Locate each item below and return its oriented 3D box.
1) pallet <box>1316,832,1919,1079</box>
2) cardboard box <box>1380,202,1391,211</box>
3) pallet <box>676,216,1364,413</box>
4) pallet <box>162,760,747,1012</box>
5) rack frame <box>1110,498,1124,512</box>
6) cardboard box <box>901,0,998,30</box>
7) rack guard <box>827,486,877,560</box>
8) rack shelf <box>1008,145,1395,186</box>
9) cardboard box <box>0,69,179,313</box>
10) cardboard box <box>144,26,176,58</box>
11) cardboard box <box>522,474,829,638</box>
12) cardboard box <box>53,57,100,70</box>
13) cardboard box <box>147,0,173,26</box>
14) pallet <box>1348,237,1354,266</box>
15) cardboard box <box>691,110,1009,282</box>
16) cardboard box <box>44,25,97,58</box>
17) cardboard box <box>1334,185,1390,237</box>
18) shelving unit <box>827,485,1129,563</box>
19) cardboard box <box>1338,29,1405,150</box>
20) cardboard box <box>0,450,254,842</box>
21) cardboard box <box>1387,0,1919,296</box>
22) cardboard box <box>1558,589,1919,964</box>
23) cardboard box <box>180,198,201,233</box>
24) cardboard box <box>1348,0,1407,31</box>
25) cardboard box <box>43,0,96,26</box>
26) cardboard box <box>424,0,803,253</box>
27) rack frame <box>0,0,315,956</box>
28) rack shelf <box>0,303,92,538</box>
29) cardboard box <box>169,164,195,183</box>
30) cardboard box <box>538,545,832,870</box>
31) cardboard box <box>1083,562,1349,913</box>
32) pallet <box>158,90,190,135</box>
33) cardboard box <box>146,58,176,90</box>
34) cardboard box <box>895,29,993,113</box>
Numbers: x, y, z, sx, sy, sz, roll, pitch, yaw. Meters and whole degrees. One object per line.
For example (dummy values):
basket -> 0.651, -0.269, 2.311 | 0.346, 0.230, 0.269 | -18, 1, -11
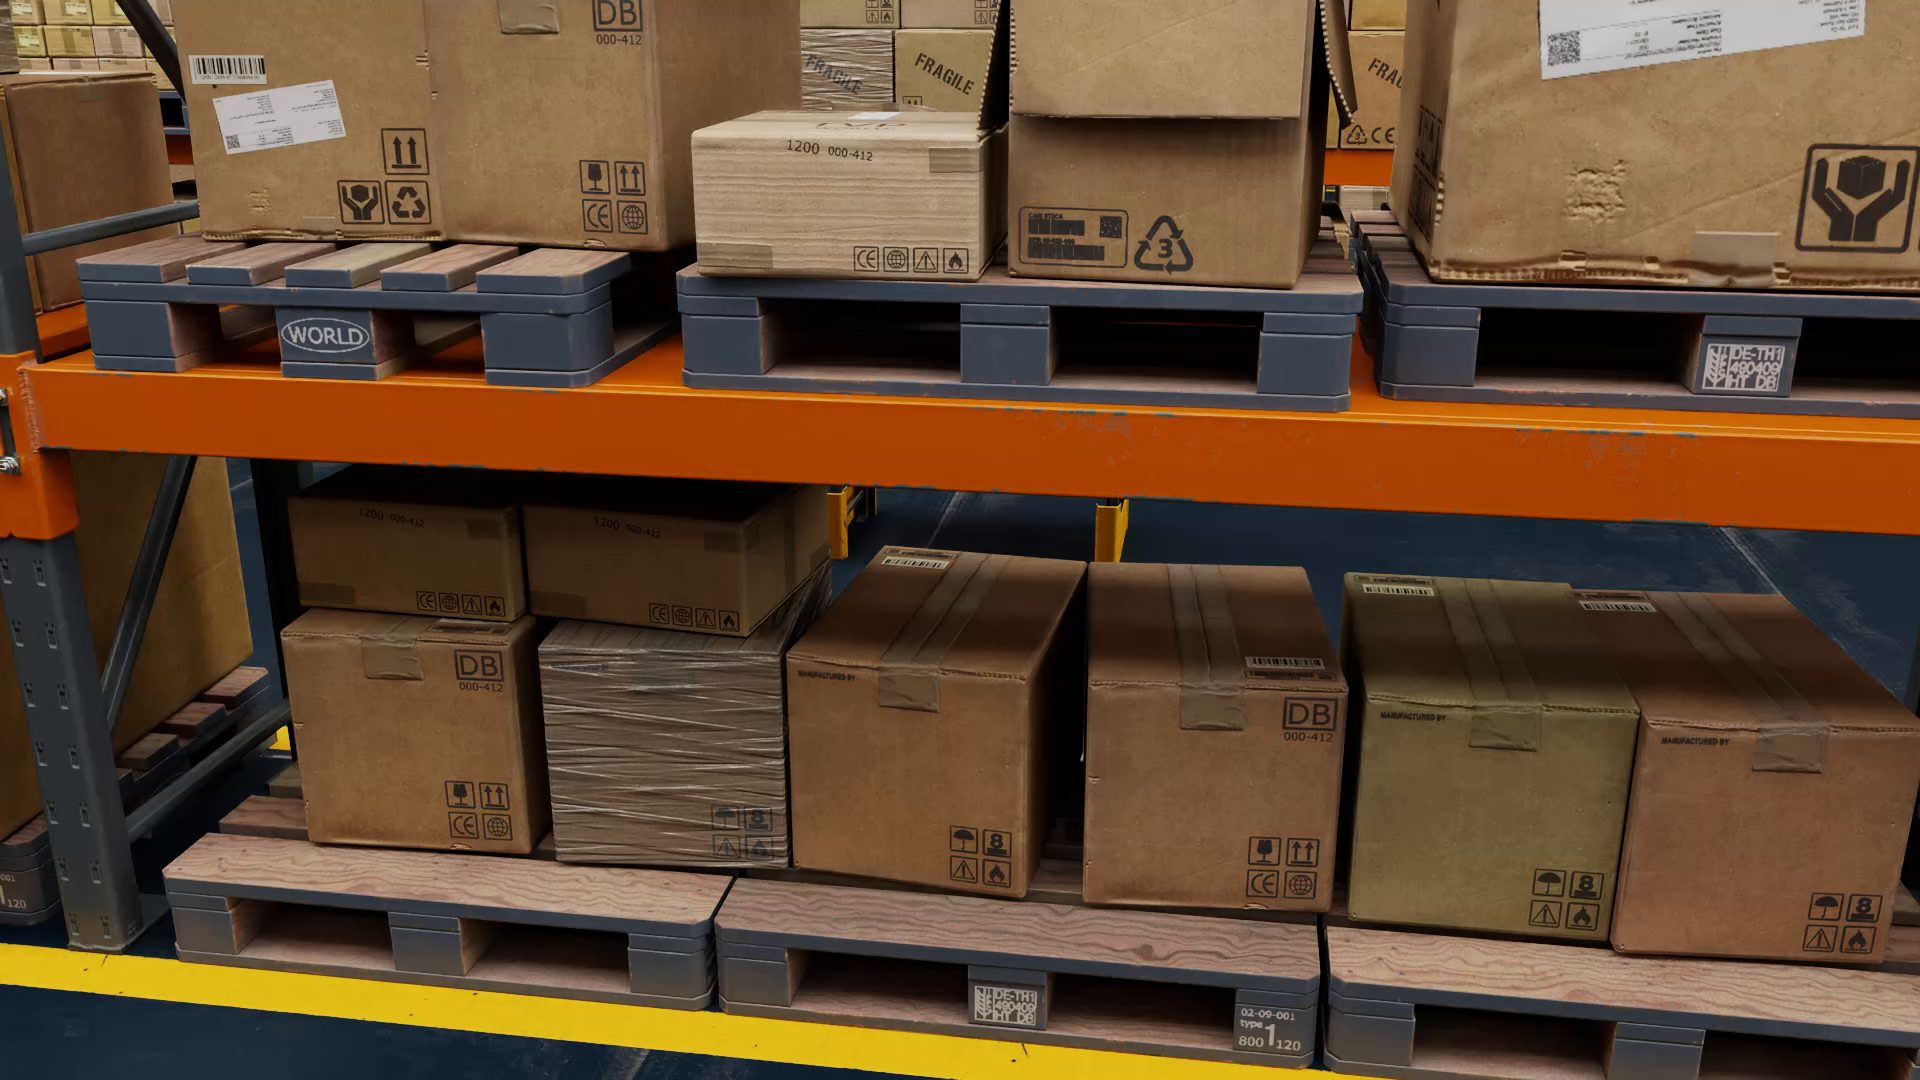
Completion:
pallet -> 1.378, 0.805, 3.565 | 1.213, 0.211, 1.003 | 3, 19, 9
cardboard box -> 2.406, -1.163, 7.936 | 0.750, 0.750, 1.050 | 3, 19, 8
pallet -> 0.159, -0.502, 3.380 | 1.213, 0.211, 1.003 | 3, 19, 9
pallet -> -1.031, 0.682, 3.932 | 1.213, 0.211, 1.003 | 3, 19, 9
rack frame -> 0.586, -0.681, 5.976 | 0.032, 1.500, 0.500 | 3, 19, 9
cardboard box -> 0.026, -2.700, 7.912 | 0.500, 0.500, 0.700 | 3, 19, 8
rack guard -> -0.416, -0.140, 6.327 | 0.087, 0.250, 0.587 | 3, 19, 9
rack shelf -> 1.059, -1.787, 8.051 | 4.000, 0.370, 1.077 | 3, 19, 9
cardboard box -> -2.239, -0.837, 3.921 | 0.500, 0.500, 0.500 | 3, 19, 10
cardboard box -> -3.781, -2.449, 8.161 | 0.250, 0.149, 0.380 | 2, 19, 6
cardboard box -> -0.611, -0.011, 3.674 | 0.500, 0.250, 0.500 | 5, 19, 15
cardboard box -> -4.274, -2.334, 8.287 | 0.250, 0.149, 0.380 | 3, 19, 10
cardboard box -> -3.774, -2.589, 8.111 | 0.250, 0.149, 0.380 | 3, 19, 8
pallet -> 2.950, -2.300, 12.844 | 1.213, 0.211, 1.003 | 3, 19, 9
cardboard box -> -0.184, -0.652, 3.099 | 0.500, 0.250, 0.500 | 2, 19, 7
cardboard box -> -4.293, -2.475, 8.238 | 0.250, 0.149, 0.380 | 3, 19, 8
cardboard box -> 3.201, -2.562, 12.713 | 0.625, 0.372, 0.950 | 3, 19, 9
shelving unit -> 0.075, -0.707, 6.054 | 1.083, 1.500, 0.587 | 3, 19, 9
cardboard box -> 1.977, -2.043, 7.524 | 0.500, 0.500, 0.500 | 3, 19, 8
cardboard box -> -2.480, 0.087, 4.003 | 0.875, 0.875, 1.225 | 2, 19, 6
cardboard box -> 1.385, -1.046, 3.096 | 1.000, 1.000, 1.000 | 3, 19, 9
cardboard box -> 1.544, 0.460, 3.447 | 0.500, 0.500, 0.700 | 1, 19, 4
cardboard box -> -3.651, -1.654, 8.614 | 0.500, 0.250, 0.500 | 3, 19, 10
cardboard box -> 2.034, -2.598, 7.606 | 0.500, 0.500, 0.700 | 3, 19, 8
cardboard box -> -4.273, -2.617, 8.192 | 0.250, 0.149, 0.380 | 3, 19, 10
cardboard box -> -0.696, -0.915, 3.492 | 0.500, 0.500, 0.700 | 6, 19, 17
rack frame -> -1.802, -0.680, 3.609 | 0.127, 3.000, 1.000 | 3, 19, 9
rack shelf -> -3.777, -0.440, 4.024 | 4.000, 0.370, 1.077 | 3, 19, 9
cardboard box -> -6.557, -3.126, 14.296 | 0.875, 0.438, 0.875 | 3, 19, 10
cardboard box -> -0.588, 0.348, 3.782 | 0.500, 0.500, 0.700 | 1, 19, 4
cardboard box -> 0.524, 0.402, 3.620 | 0.500, 0.500, 0.700 | 1, 19, 4
pallet -> -4.134, -2.255, 8.619 | 1.213, 0.211, 1.003 | 3, 19, 9
cardboard box -> -3.781, -2.308, 8.207 | 0.250, 0.149, 0.380 | 3, 19, 9
cardboard box -> -0.013, -2.145, 7.828 | 0.500, 0.500, 0.500 | 3, 19, 8
